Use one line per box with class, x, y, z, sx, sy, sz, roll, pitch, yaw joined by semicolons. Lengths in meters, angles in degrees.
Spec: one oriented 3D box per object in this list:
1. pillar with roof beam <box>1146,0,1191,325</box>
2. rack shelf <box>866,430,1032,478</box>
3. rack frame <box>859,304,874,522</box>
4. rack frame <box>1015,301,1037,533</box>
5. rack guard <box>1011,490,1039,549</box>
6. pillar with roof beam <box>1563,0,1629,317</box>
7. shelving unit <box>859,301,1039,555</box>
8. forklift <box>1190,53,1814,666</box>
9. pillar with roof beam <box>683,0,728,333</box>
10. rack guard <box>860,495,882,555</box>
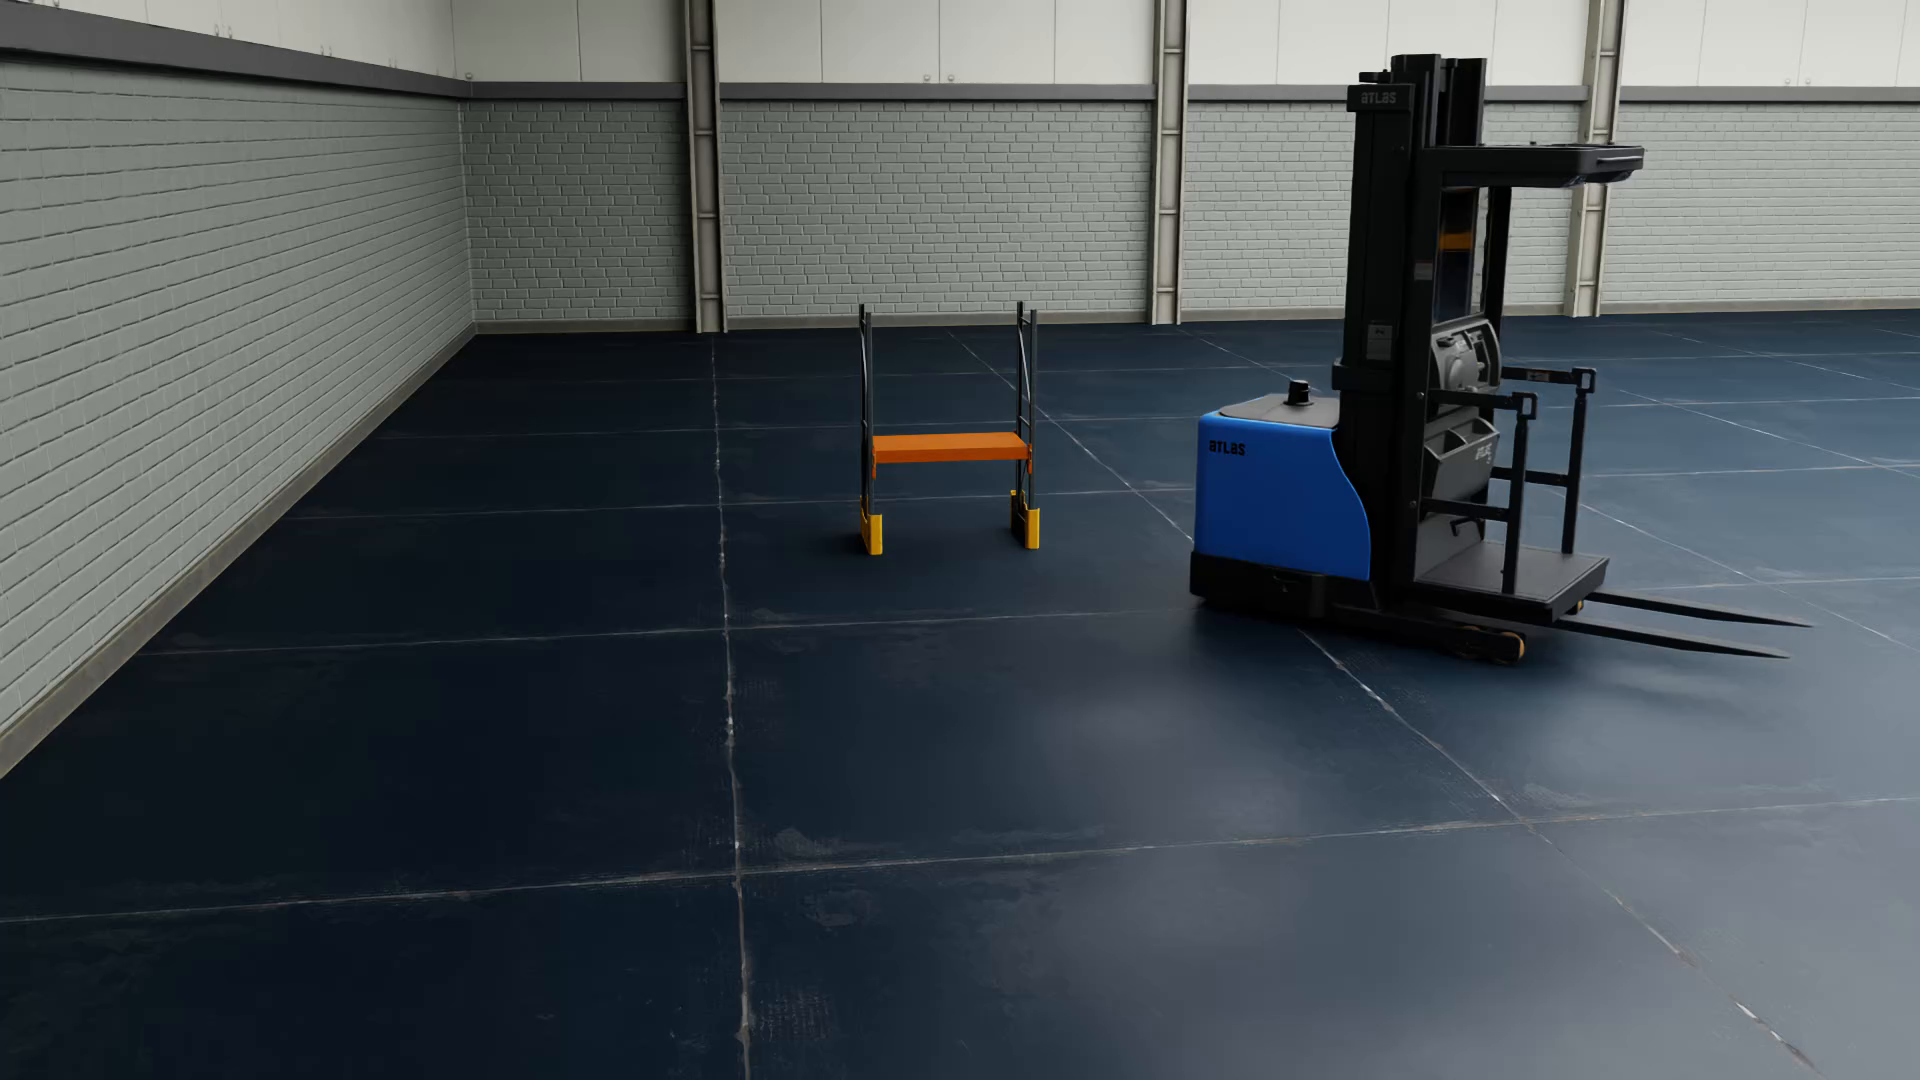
pillar with roof beam;3.371;-6.244;17.122;0.400;9.000;9.100;-2;14;-8
rack shelf;-0.084;-0.550;10.571;1.000;0.185;0.538;-2;14;-8
rack frame;-0.587;-0.706;10.454;0.032;1.500;0.500;-2;14;-8
rack frame;0.418;-0.743;10.601;0.032;1.500;0.500;-2;14;-8
rack guard;0.417;-0.137;10.752;0.087;0.250;0.587;-2;14;-8
pillar with roof beam;9.304;-6.462;17.989;0.400;9.000;9.100;-2;14;-8
shelving unit;-0.075;-0.725;10.528;1.083;1.500;0.587;-2;14;-8
forklift;2.775;-0.945;8.465;3.031;2.935;1.130;10;17;34
pillar with roof beam;-2.562;-6.027;16.255;0.400;9.000;9.100;-2;14;-8
rack guard;-0.568;-0.100;10.608;0.087;0.250;0.587;-2;14;-8
